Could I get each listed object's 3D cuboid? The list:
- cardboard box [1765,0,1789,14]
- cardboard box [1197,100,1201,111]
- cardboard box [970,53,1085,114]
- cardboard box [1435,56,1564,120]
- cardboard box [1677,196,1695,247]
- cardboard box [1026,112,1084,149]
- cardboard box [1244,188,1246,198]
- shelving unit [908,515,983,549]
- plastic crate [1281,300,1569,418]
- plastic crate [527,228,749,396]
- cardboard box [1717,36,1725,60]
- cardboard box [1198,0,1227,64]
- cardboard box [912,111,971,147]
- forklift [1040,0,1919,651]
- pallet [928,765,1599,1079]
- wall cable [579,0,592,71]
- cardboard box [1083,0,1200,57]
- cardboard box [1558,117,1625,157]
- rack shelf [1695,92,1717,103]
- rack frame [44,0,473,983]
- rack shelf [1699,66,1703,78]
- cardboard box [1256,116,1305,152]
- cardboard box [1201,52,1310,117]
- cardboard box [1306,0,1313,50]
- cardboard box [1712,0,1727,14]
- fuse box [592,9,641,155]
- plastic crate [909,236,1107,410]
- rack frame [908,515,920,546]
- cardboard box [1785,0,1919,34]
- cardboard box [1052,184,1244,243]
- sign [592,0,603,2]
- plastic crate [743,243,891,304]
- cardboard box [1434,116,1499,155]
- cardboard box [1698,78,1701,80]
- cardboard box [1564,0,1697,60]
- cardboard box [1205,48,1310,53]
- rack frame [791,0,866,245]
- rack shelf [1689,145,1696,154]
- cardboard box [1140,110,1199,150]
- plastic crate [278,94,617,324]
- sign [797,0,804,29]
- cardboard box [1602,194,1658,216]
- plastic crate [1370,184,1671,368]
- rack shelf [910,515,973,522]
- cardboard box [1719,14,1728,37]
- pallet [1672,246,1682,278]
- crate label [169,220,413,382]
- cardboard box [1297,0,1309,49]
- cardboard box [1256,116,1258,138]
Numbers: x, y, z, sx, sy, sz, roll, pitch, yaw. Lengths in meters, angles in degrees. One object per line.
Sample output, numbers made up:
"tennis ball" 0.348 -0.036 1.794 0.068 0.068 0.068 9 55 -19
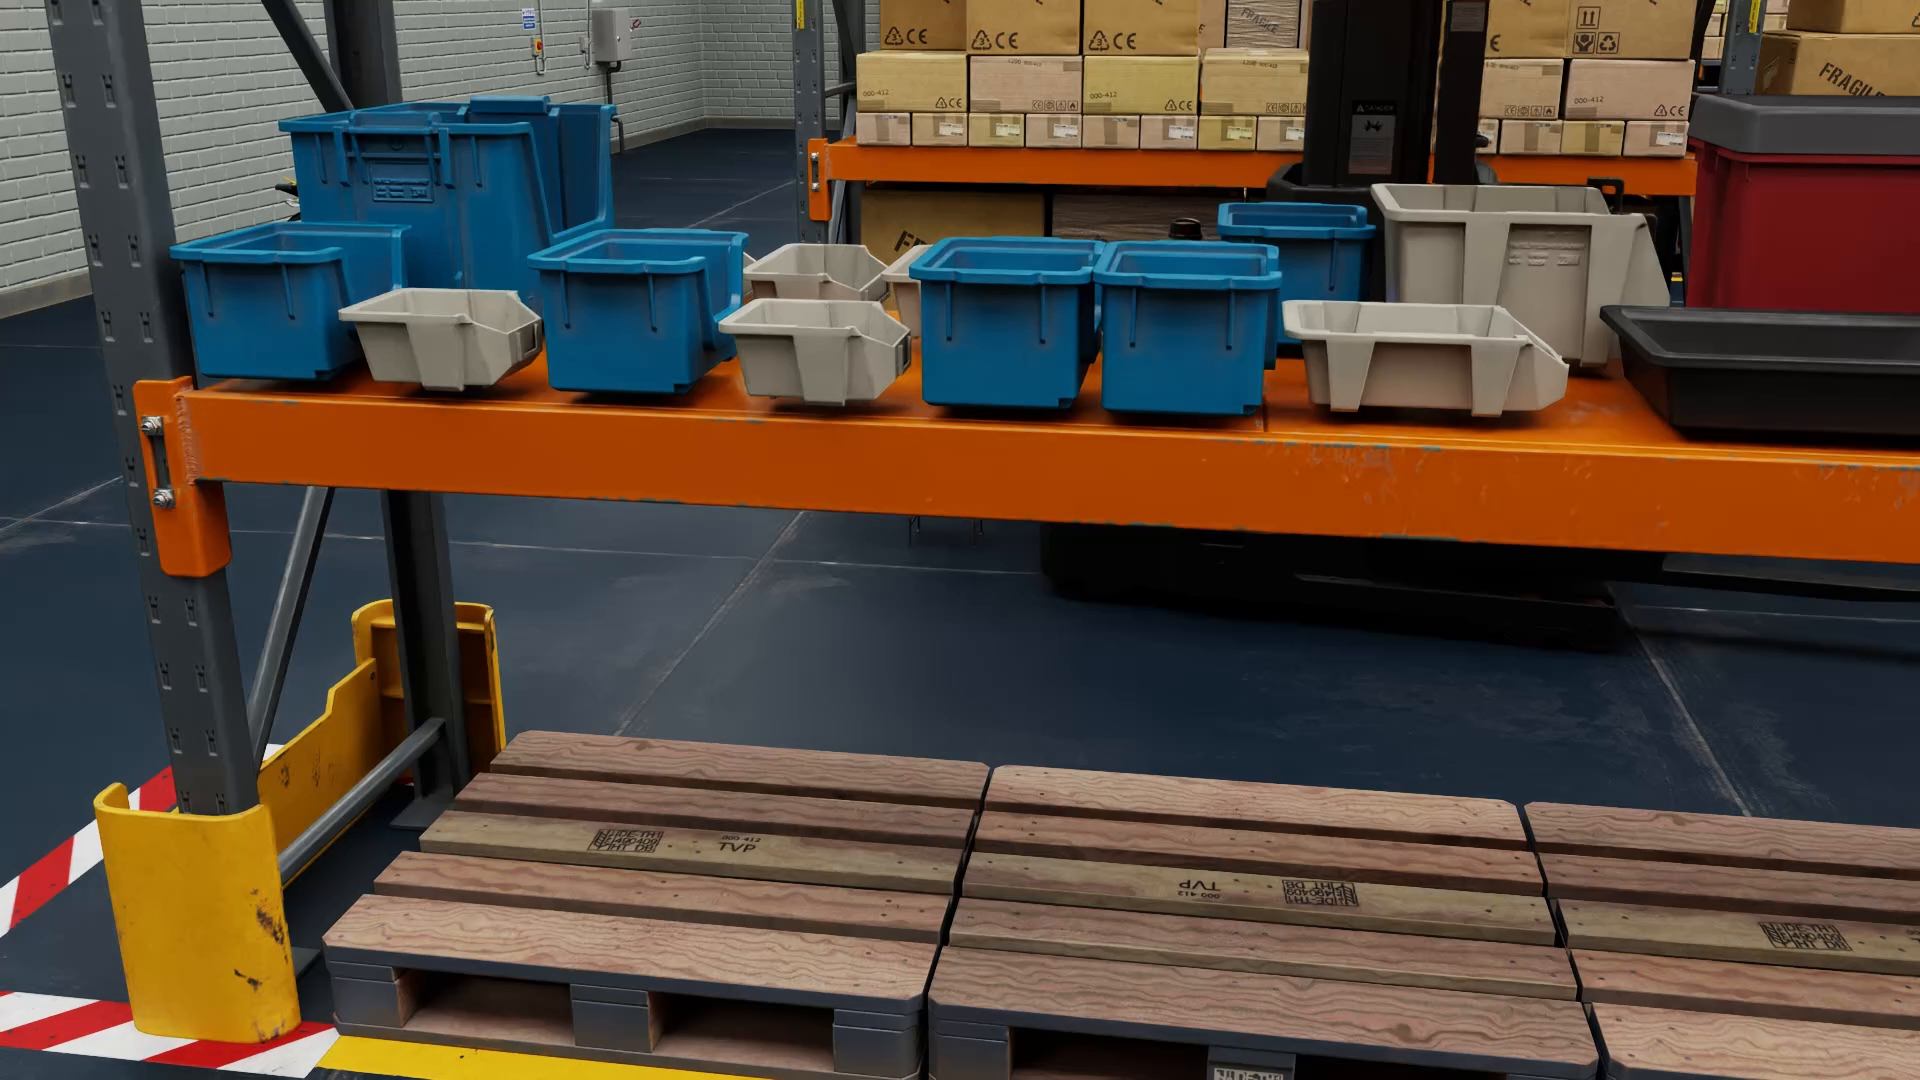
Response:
"cardboard box" 5.563 -3.656 11.300 0.250 0.149 0.380 3 19 8
"cardboard box" 1.052 -2.065 8.143 0.250 0.149 0.380 3 19 9
"cardboard box" 0.328 -2.100 7.618 0.500 0.250 0.500 3 19 8
"cardboard box" 2.344 -1.996 7.310 0.500 0.250 0.500 3 19 10
"cardboard box" 5.429 -2.377 11.959 0.500 0.500 0.500 4 19 11
"cardboard box" 0.445 -1.884 7.603 0.250 0.149 0.380 3 19 8
"cardboard box" 2.036 -2.648 12.383 0.250 0.149 0.380 3 19 9
"shelving unit" -0.053 -0.501 6.145 0.252 1.050 0.215 3 19 9
"plastic crate" 0.780 -0.306 2.812 0.466 0.136 0.293 3 19 9
"plastic crate" -0.561 -0.411 2.974 0.300 0.233 0.416 3 19 9
"cardboard box" 5.304 -3.387 11.433 0.250 0.149 0.380 3 19 9
"cardboard box" 1.683 -3.743 12.136 0.500 0.500 0.500 3 19 9
"cardboard box" -0.065 -1.910 7.679 0.250 0.149 0.380 3 19 8
"forklift" 1.852 -1.227 5.350 3.031 2.935 1.130 5 19 15
"pallet" 0.607 0.827 3.498 1.213 0.211 1.003 3 19 9
"wall cable" -4.403 -6.470 19.312 0.122 1.984 0.588 3 19 9
"cardboard box" 0.820 -2.430 7.424 0.500 0.500 0.500 2 19 7
"cardboard box" 2.725 -1.768 7.255 0.250 0.149 0.380 3 19 10
"rack shelf" 6.194 -3.068 11.879 4.000 0.370 1.077 3 19 9
"rack frame" -1.403 -0.611 3.401 0.127 3.000 1.000 3 19 9
"rack shelf" 6.879 -4.624 16.529 4.000 0.370 1.077 3 19 9
"cardboard box" 1.459 -1.832 7.448 0.250 0.149 0.380 3 19 10
"cardboard box" 1.340 -2.049 7.466 0.500 0.250 0.500 3 19 8
"cardboard box" 1.901 -2.543 7.761 0.500 0.500 0.500 2 19 7
"cardboard box" 5.064 -3.682 11.378 0.250 0.149 0.380 3 19 9
"fuse box" -4.139 -5.583 20.293 0.414 1.711 0.539 3 19 9
"plastic crate" 0.089 -0.378 2.875 0.300 0.233 0.416 3 19 9
"rack frame" -0.173 -0.507 6.163 0.008 1.050 0.200 3 19 9
"cardboard box" 3.964 -2.455 7.174 0.637 0.503 0.797 2 19 7
"cardboard box" 0.926 -1.301 8.151 0.875 0.875 0.875 3 19 9
"sign" -4.352 -6.579 19.937 0.001 0.242 0.339 3 19 9
"plastic crate" -0.285 -0.511 3.423 0.243 0.136 0.396 3 19 9
"cardboard box" 2.218 -1.794 7.332 0.250 0.149 0.380 3 19 10
"cardboard box" 7.305 -4.163 16.705 0.875 0.875 0.875 3 19 9
"cardboard box" 2.836 -2.326 7.113 0.500 0.500 0.500 3 19 10
"cardboard box" 1.422 -2.215 7.963 0.500 0.250 0.500 3 19 9
"rack frame" -0.617 -2.162 8.039 0.127 3.000 1.000 3 19 9
"rack shelf" 5.307 -1.519 7.250 4.000 0.370 1.077 3 19 9
"cardboard box" 0.951 -1.858 7.525 0.250 0.149 0.380 3 19 8
"plastic crate" -1.042 -0.698 3.511 0.499 0.435 0.616 3 19 9
"sign" -0.711 -2.437 7.370 0.005 0.325 0.100 3 19 9
"cardboard box" 2.693 -1.211 7.882 0.875 0.875 0.875 3 19 9
"plastic crate" 1.068 -0.516 3.211 0.530 0.282 0.437 3 19 9
"rack shelf" -0.053 -0.227 6.236 0.240 0.259 0.215 3 19 9
"cardboard box" 5.303 -3.529 11.388 0.250 0.149 0.380 2 19 6
"pallet" 4.988 -2.149 12.393 1.213 0.211 1.003 3 19 9
"crate label" -1.211 -0.444 3.073 0.303 0.233 0.416 3 19 9
"cardboard box" 2.693 -3.686 11.966 0.500 0.500 0.500 3 19 8
"cardboard box" 1.554 -2.039 8.066 0.250 0.149 0.380 2 19 7
